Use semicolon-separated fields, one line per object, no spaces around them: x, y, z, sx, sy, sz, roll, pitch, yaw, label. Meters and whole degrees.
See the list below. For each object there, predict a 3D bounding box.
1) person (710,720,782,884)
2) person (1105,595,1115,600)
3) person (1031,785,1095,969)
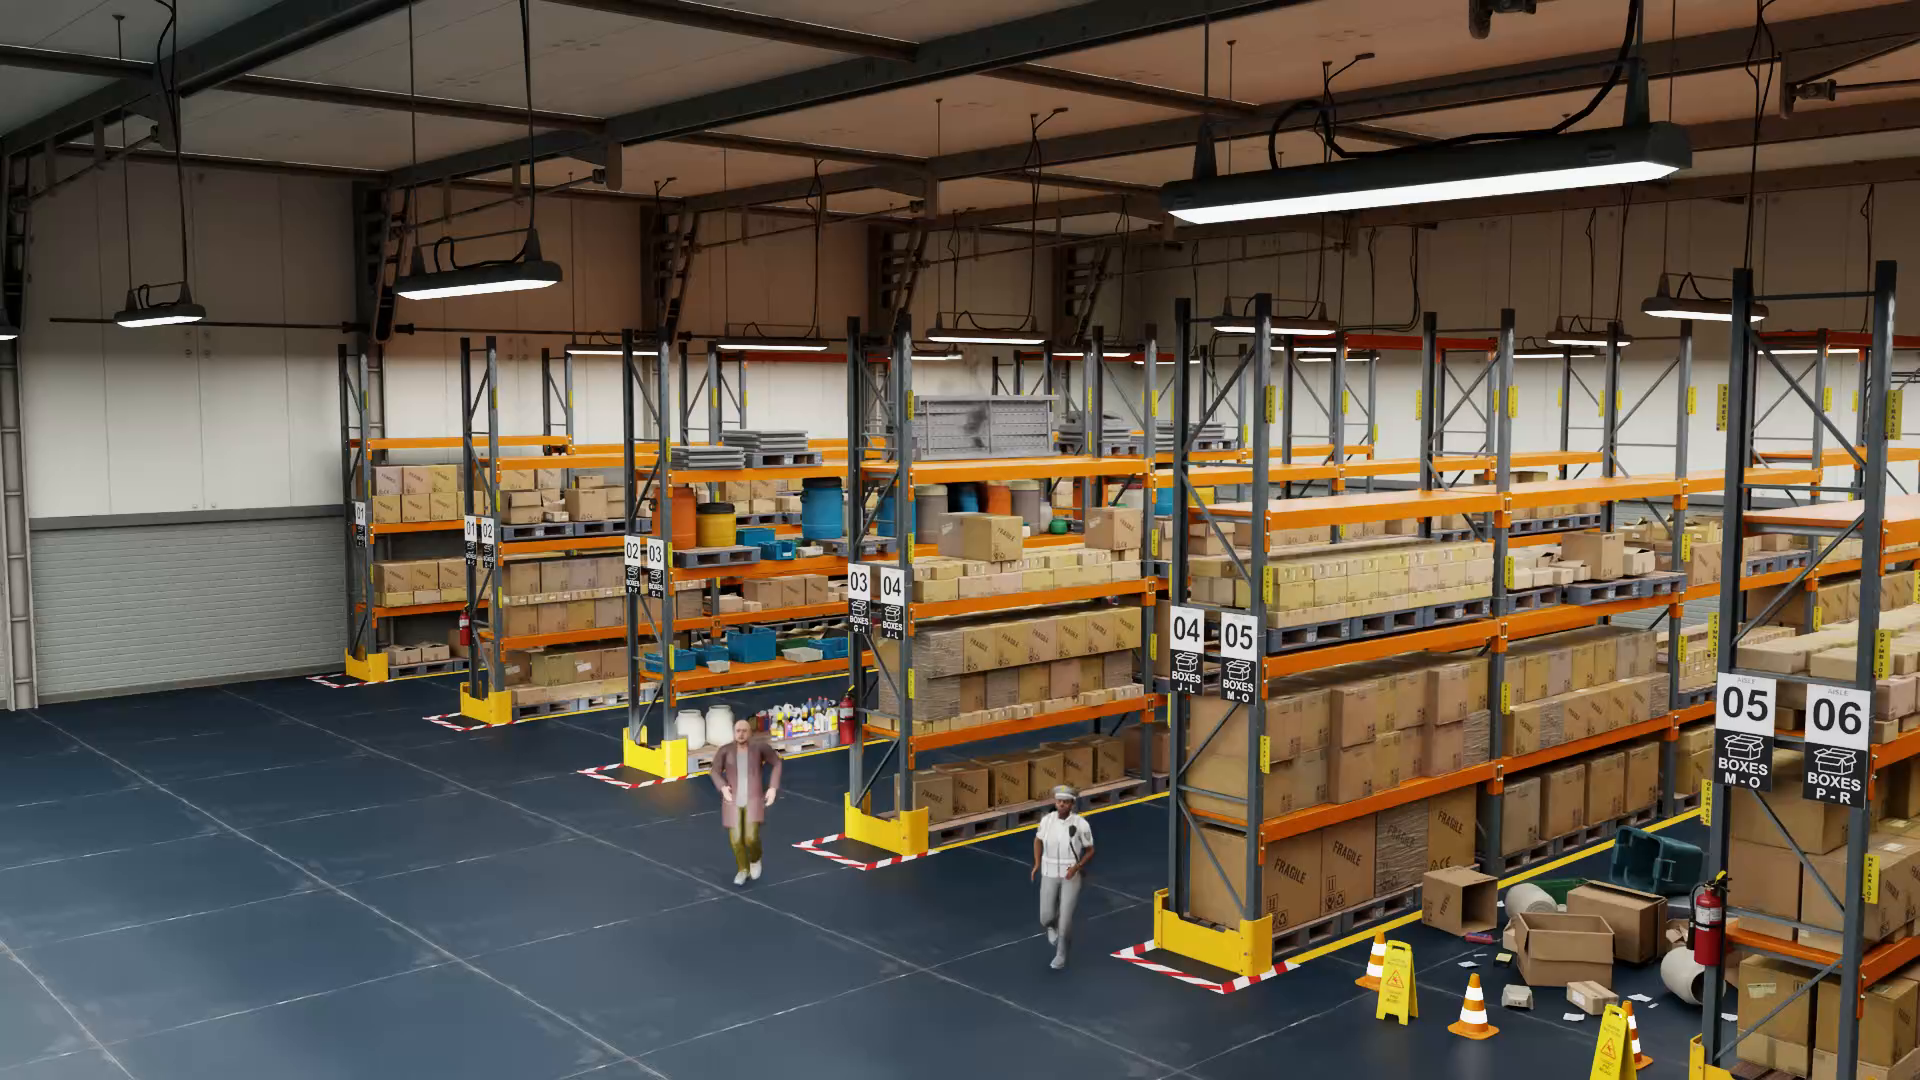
-2.242;2.788;17.343;0.739;1.648;0.640;0;5;1;person
2.984;1.357;32.655;0.628;1.784;0.692;5;7;42;person
0.919;3.013;14.973;0.587;1.658;0.563;2;5;17;person
